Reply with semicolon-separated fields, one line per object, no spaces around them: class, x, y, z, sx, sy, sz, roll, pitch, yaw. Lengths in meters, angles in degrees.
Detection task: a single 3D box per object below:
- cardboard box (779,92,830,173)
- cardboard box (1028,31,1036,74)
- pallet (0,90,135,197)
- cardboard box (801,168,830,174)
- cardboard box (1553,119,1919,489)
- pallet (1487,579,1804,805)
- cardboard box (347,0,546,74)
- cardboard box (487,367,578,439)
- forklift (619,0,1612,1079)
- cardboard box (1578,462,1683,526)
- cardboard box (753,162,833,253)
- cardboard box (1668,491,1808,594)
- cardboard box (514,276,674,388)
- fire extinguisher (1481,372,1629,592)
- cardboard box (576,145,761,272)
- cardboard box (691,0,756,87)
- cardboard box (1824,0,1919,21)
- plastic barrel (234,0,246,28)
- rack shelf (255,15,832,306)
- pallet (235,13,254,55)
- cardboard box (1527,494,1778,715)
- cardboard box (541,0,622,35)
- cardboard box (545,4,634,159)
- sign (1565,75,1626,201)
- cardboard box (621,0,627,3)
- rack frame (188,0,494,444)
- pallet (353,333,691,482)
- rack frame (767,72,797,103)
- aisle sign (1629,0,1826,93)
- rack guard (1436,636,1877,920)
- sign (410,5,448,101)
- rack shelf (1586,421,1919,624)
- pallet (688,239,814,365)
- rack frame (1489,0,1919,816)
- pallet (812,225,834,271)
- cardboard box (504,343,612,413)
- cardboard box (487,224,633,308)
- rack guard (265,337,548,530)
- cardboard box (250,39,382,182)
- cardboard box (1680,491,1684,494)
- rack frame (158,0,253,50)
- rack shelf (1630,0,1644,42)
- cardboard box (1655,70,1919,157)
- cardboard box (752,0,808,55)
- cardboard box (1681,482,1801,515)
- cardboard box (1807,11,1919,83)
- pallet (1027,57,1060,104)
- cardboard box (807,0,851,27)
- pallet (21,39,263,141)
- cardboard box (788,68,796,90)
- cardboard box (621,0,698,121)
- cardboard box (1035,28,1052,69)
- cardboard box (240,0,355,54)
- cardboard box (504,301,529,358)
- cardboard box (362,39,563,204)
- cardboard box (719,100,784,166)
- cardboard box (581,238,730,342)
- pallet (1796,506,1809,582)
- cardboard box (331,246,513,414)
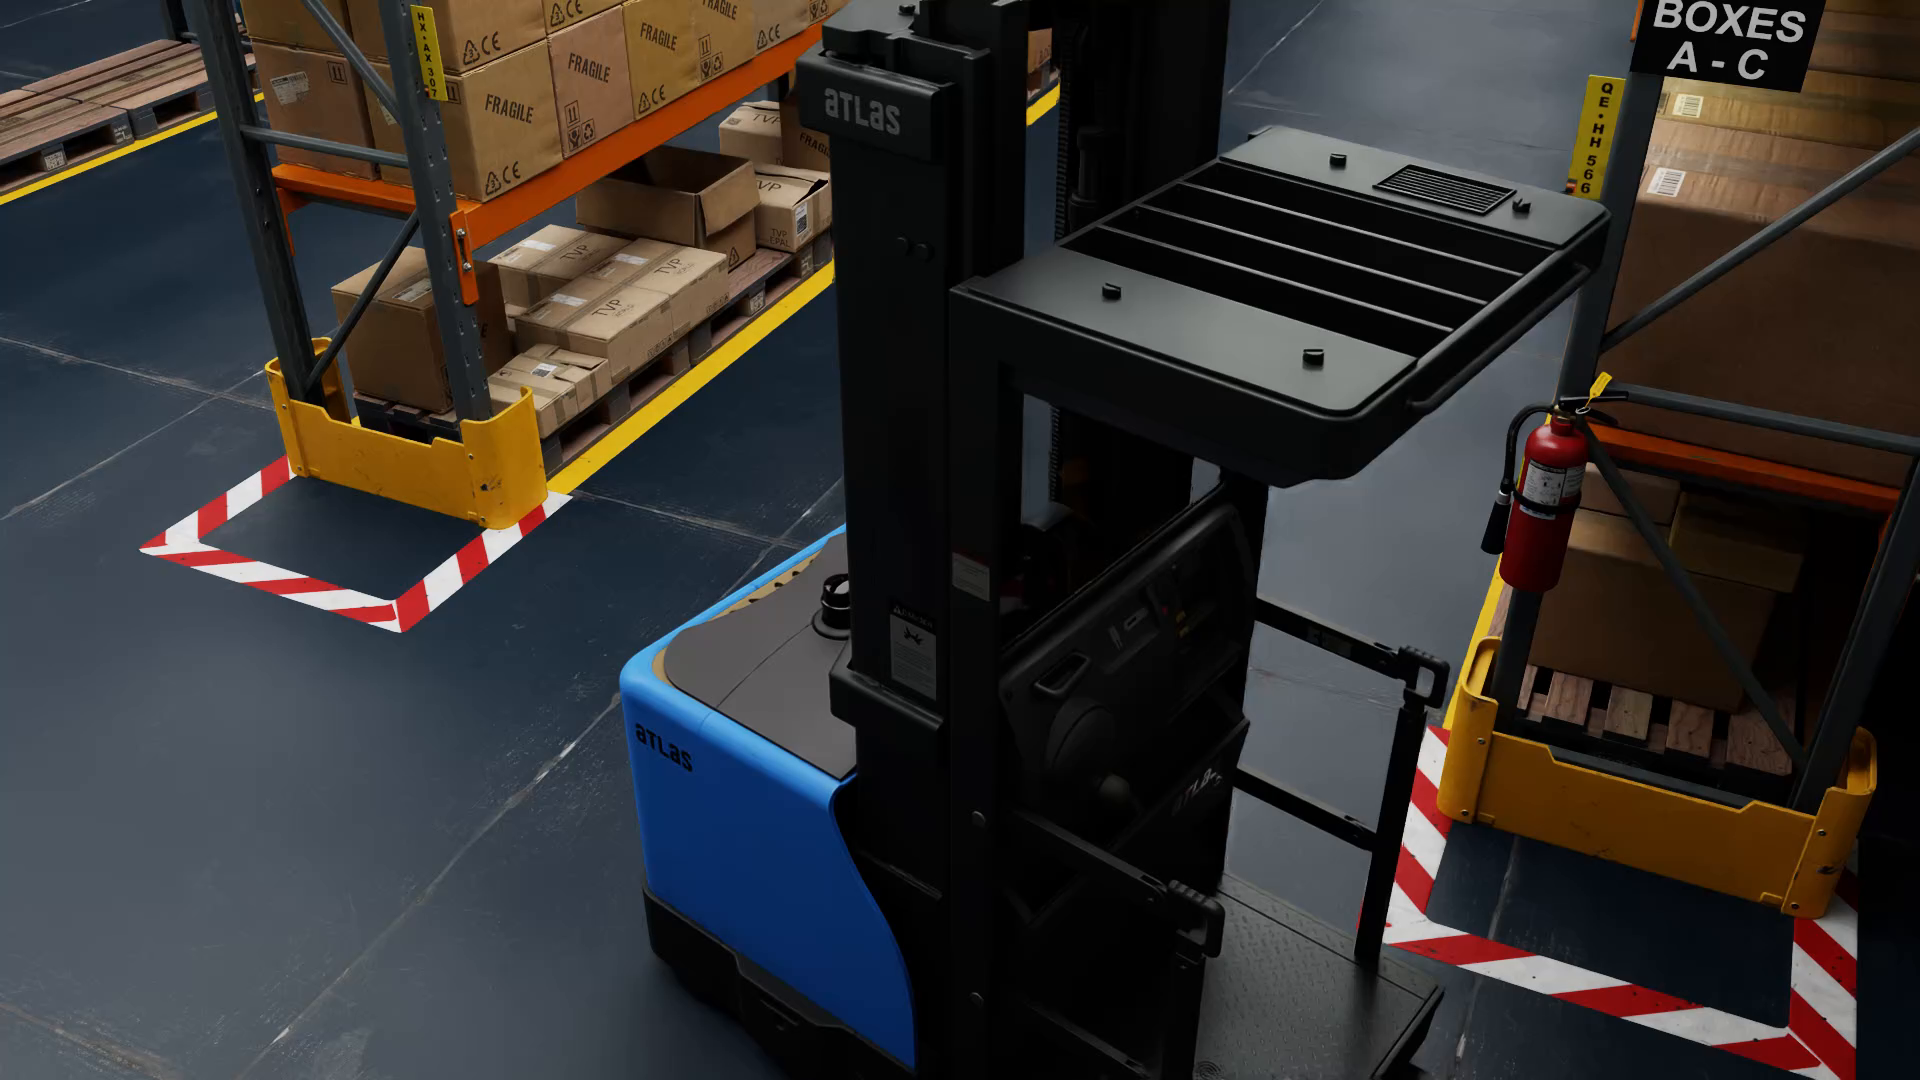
cardboard box;-0.661;-2.247;9.320;0.500;0.500;0.500;14;36;20
cardboard box;0.172;-3.296;10.920;0.500;0.500;0.500;15;36;21
pallet;-5.959;-2.444;10.285;1.003;0.211;1.213;14;36;20
cardboard box;-0.764;-1.900;9.110;0.380;0.149;0.250;14;36;20
cardboard box;2.351;-0.712;4.827;0.980;0.700;0.700;16;36;23
pallet;2.410;0.420;5.918;1.003;0.211;1.213;14;36;20
cardboard box;-1.929;-2.085;6.192;0.500;0.500;0.500;15;36;22
cardboard box;-1.867;-0.587;7.108;0.380;0.149;0.250;14;36;20
forklift;0.561;0.299;3.621;3.031;2.935;1.130;24;40;32
cardboard box;2.237;-0.209;5.639;0.380;0.149;0.250;14;36;20
cardboard box;-0.975;-1.794;8.802;0.500;0.311;0.500;14;36;20
cardboard box;2.478;0.005;5.313;0.380;0.149;0.250;14;36;21
cardboard box;-1.660;-0.954;7.576;0.500;0.250;0.500;14;36;20
fire extinguisher;1.665;-0.173;4.689;0.296;0.674;0.183;14;36;20
cardboard box;-1.462;-1.660;8.422;0.797;0.503;0.637;14;36;20
cardboard box;-1.295;-2.423;7.619;0.500;0.500;0.500;15;36;21
cardboard box;3.268;-1.819;6.516;0.980;0.700;0.700;13;36;19
plastic barrel;-4.935;-4.161;11.890;0.600;0.901;0.708;14;36;20
rack shelf;-1.517;-2.160;7.965;1.077;0.370;4.000;14;36;20
pallet;-4.817;-3.804;12.359;1.003;0.211;1.213;14;36;20
cardboard box;2.349;0.168;5.655;0.700;0.500;0.500;14;36;20
cardboard box;-1.717;-2.348;6.592;0.500;0.500;0.500;15;36;21
cardboard box;-1.718;-1.926;6.860;0.500;0.500;0.500;14;36;20
sign;1.660;-1.045;4.336;0.100;0.325;0.005;14;36;20
cardboard box;-1.503;-2.596;6.970;0.500;0.500;0.500;15;36;21
rack frame;-2.354;-1.465;6.249;1.000;3.000;0.127;14;36;20
pallet;-1.989;-0.734;7.677;1.003;0.211;1.213;14;36;20
rack frame;-0.680;-3.457;9.287;1.000;3.000;0.127;14;36;20
aisle sign;1.844;-1.451;3.856;0.394;0.787;0.004;14;36;20
rack guard;2.137;0.727;5.186;1.175;0.500;0.348;14;36;20
sign;-1.861;-1.703;5.822;0.100;0.325;0.005;14;36;20
rack shelf;2.984;-1.026;6.235;1.077;0.370;4.000;14;36;20
pallet;-1.478;-1.339;8.600;1.003;0.211;1.213;14;36;20
rack frame;2.147;-0.330;4.518;1.000;3.000;0.127;14;36;20
pallet;-0.969;-1.949;9.530;1.003;0.211;1.213;14;36;20
cardboard box;-1.762;-0.718;7.293;0.380;0.166;0.250;14;36;20
cardboard box;-1.925;-1.293;8.092;0.500;0.250;0.500;14;36;20
rack guard;-2.322;-0.458;6.992;1.175;0.500;0.348;14;36;20
cardboard box;-2.414;-1.792;6.657;0.500;0.500;0.500;15;36;22
cardboard box;2.558;-0.082;6.035;0.700;0.500;0.500;14;36;20
rack frame;-5.178;-4.595;11.023;1.000;3.000;0.127;14;36;20
rack shelf;2.984;-2.280;5.412;1.077;0.370;4.000;14;36;20
cardboard box;2.645;-1.077;5.384;0.980;0.700;0.700;14;36;20
cardboard box;-1.084;-2.678;8.007;0.500;0.500;0.500;15;36;22
cardboard box;2.689;-0.248;5.698;0.380;0.149;0.250;14;36;21
cardboard box;2.973;-1.455;5.959;0.980;0.700;0.700;12;35;18
pallet;0.135;-3.315;11.613;1.003;0.211;1.213;14;36;20
cardboard box;-0.871;-2.934;8.398;0.500;0.500;0.500;15;36;22
pallet;-5.450;-3.054;11.215;1.003;0.211;1.213;14;36;20
cardboard box;-0.734;-2.907;10.327;0.500;0.500;0.500;14;36;20
cardboard box;-1.505;-2.175;7.240;0.500;0.500;0.500;14;36;20
cardboard box;0.384;-3.548;11.304;0.500;0.500;0.500;13;35;19
cardboard box;-2.417;-2.210;6.381;0.500;0.500;0.500;14;36;20
cardboard box;-2.099;-0.973;7.680;0.380;0.166;0.250;14;36;20
cardboard box;-1.929;-1.667;6.466;0.500;0.500;0.500;15;36;21
cardboard box;-1.053;-2.357;9.660;0.500;0.311;0.500;14;36;20
cardboard box;-1.450;-1.203;7.955;0.500;0.250;0.500;14;36;20
pallet;2.922;-0.186;6.841;1.003;0.211;1.213;14;36;20
cardboard box;-2.350;-0.931;7.313;0.500;0.500;0.500;14;36;20
